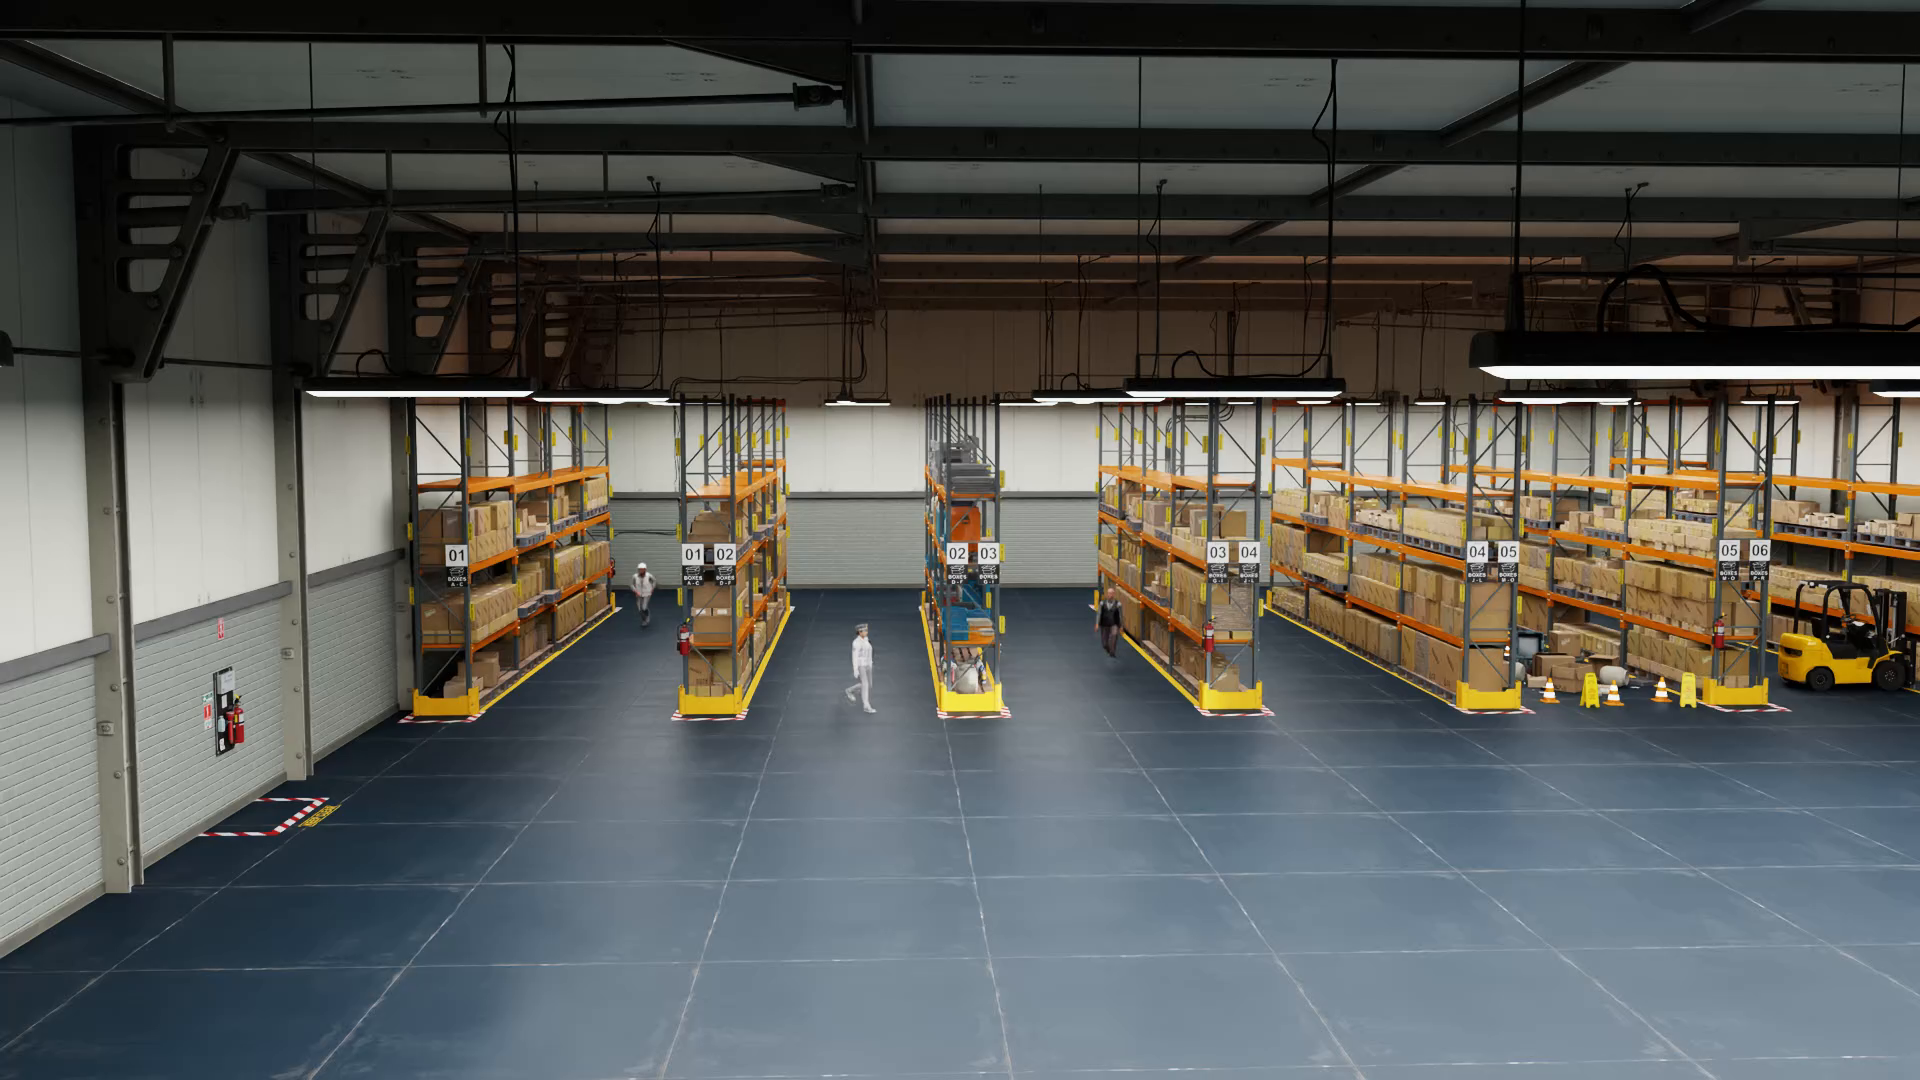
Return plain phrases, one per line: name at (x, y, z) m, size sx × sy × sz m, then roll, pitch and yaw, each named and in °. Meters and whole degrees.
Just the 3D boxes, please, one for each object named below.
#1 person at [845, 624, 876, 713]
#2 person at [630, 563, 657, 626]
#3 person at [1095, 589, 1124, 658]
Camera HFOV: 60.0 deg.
person at (-1.846, 2.397, 31.464) m, size 0.738 × 1.656 × 0.530 m, roll 3°, pitch 5°, yaw 32°
person at (-8.319, 1.430, 43.722) m, size 0.635 × 1.682 × 0.725 m, roll 1°, pitch 5°, yaw 7°
person at (3.278, 1.821, 36.592) m, size 0.591 × 1.477 × 1.049 m, roll 1°, pitch 5°, yaw 16°
